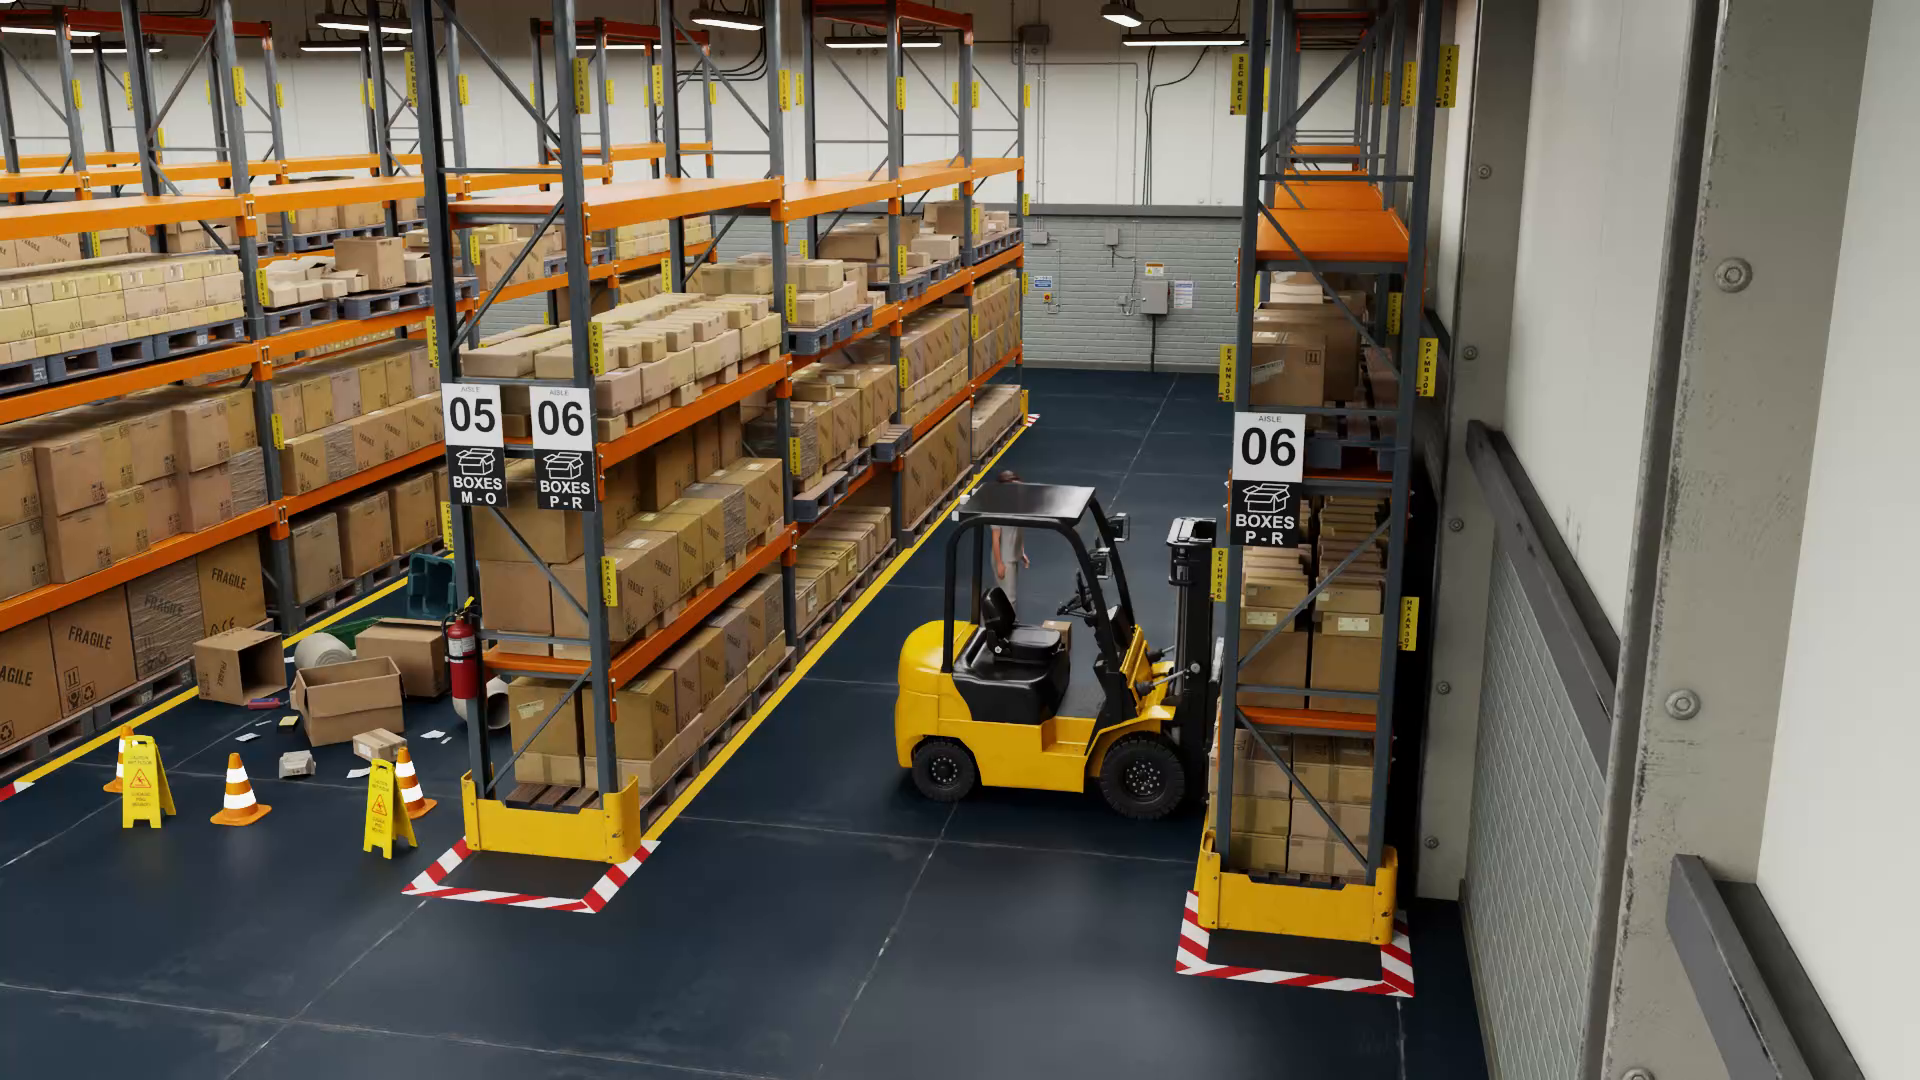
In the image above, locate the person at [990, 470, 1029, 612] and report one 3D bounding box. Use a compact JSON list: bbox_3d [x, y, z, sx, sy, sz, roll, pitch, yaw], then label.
[{"bbox_3d":[0.468,0.199,15.236,0.532,1.685,0.476,6,16,20],"label":"person"}]
